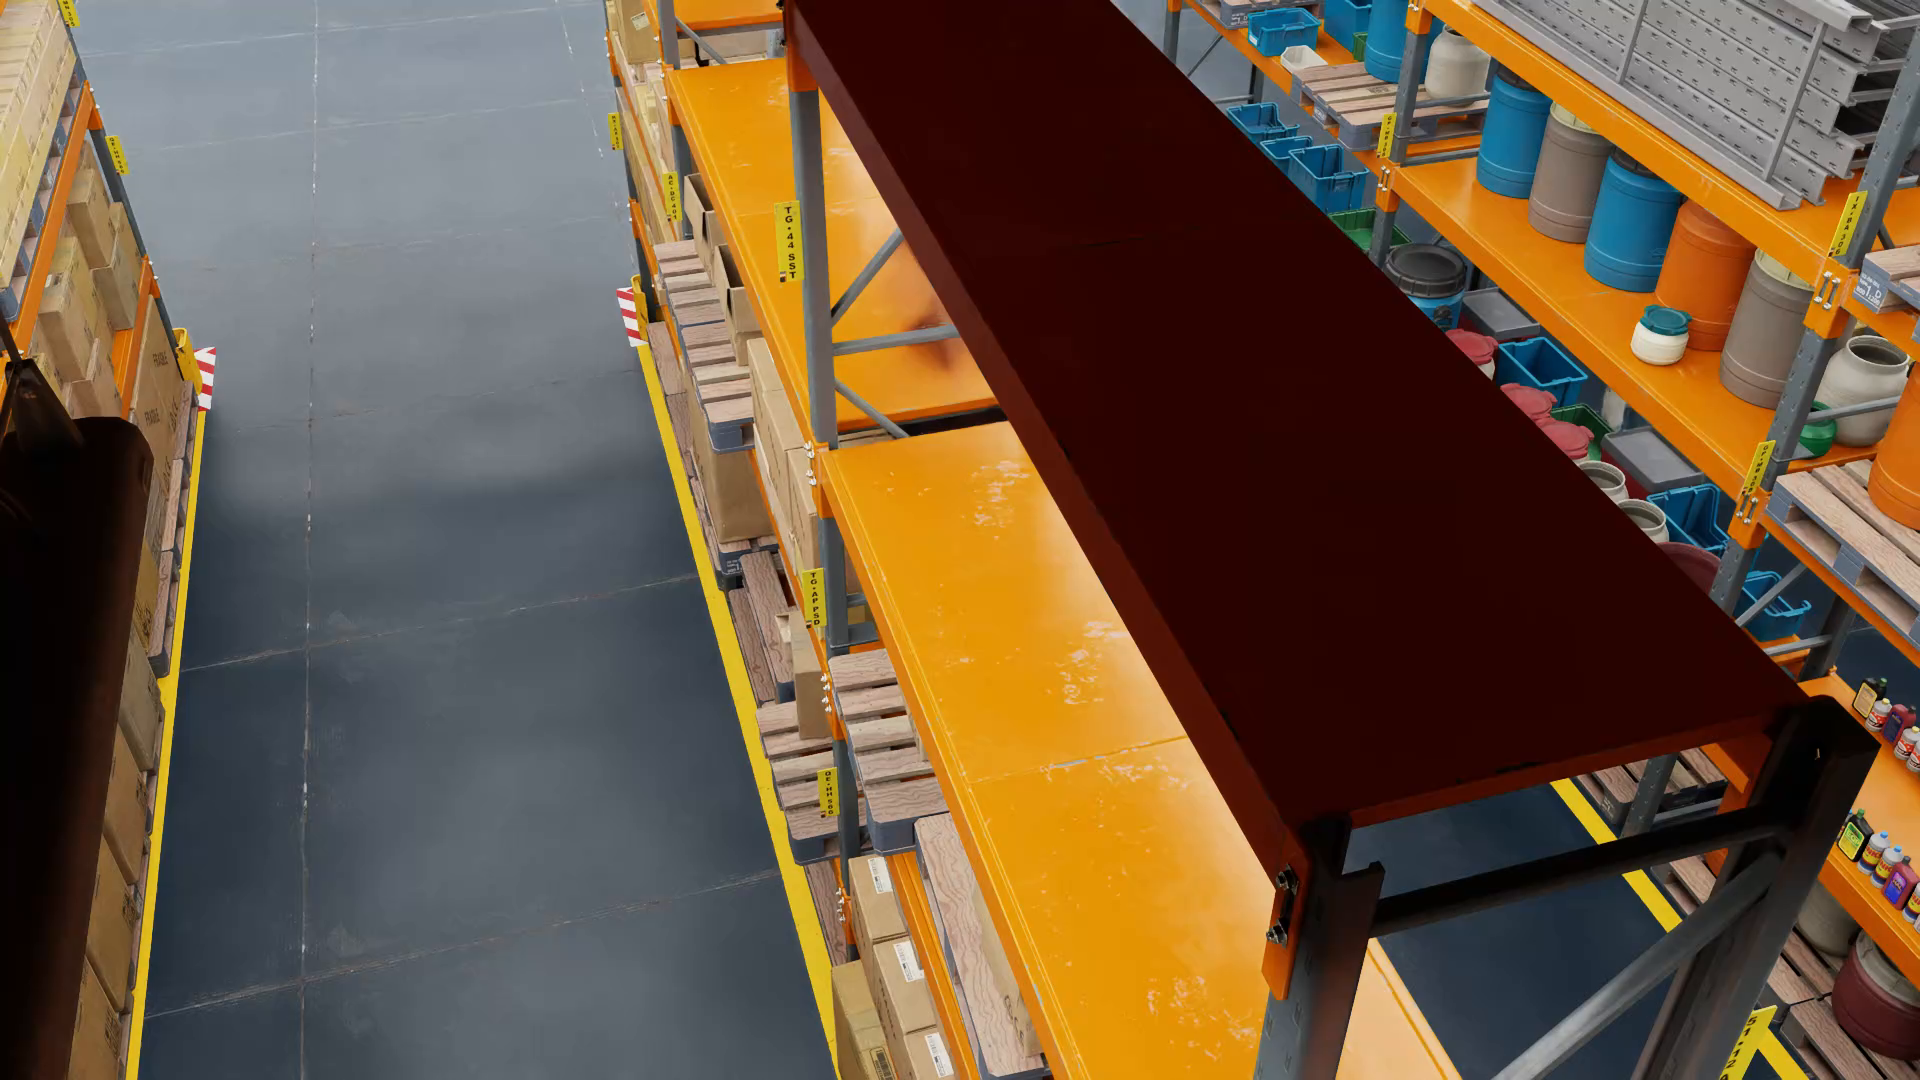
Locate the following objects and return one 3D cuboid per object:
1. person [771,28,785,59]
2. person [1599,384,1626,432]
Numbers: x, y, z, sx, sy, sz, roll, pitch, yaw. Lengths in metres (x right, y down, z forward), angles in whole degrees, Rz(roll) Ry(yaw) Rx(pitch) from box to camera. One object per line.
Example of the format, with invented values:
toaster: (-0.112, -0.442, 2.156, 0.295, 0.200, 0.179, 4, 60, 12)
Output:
person: (-1.959, -5.919, 18.983, 0.551, 1.641, 0.589, 6, 39, 7)
person: (5.540, -1.418, 13.181, 0.677, 1.846, 0.866, -14, 40, -17)
